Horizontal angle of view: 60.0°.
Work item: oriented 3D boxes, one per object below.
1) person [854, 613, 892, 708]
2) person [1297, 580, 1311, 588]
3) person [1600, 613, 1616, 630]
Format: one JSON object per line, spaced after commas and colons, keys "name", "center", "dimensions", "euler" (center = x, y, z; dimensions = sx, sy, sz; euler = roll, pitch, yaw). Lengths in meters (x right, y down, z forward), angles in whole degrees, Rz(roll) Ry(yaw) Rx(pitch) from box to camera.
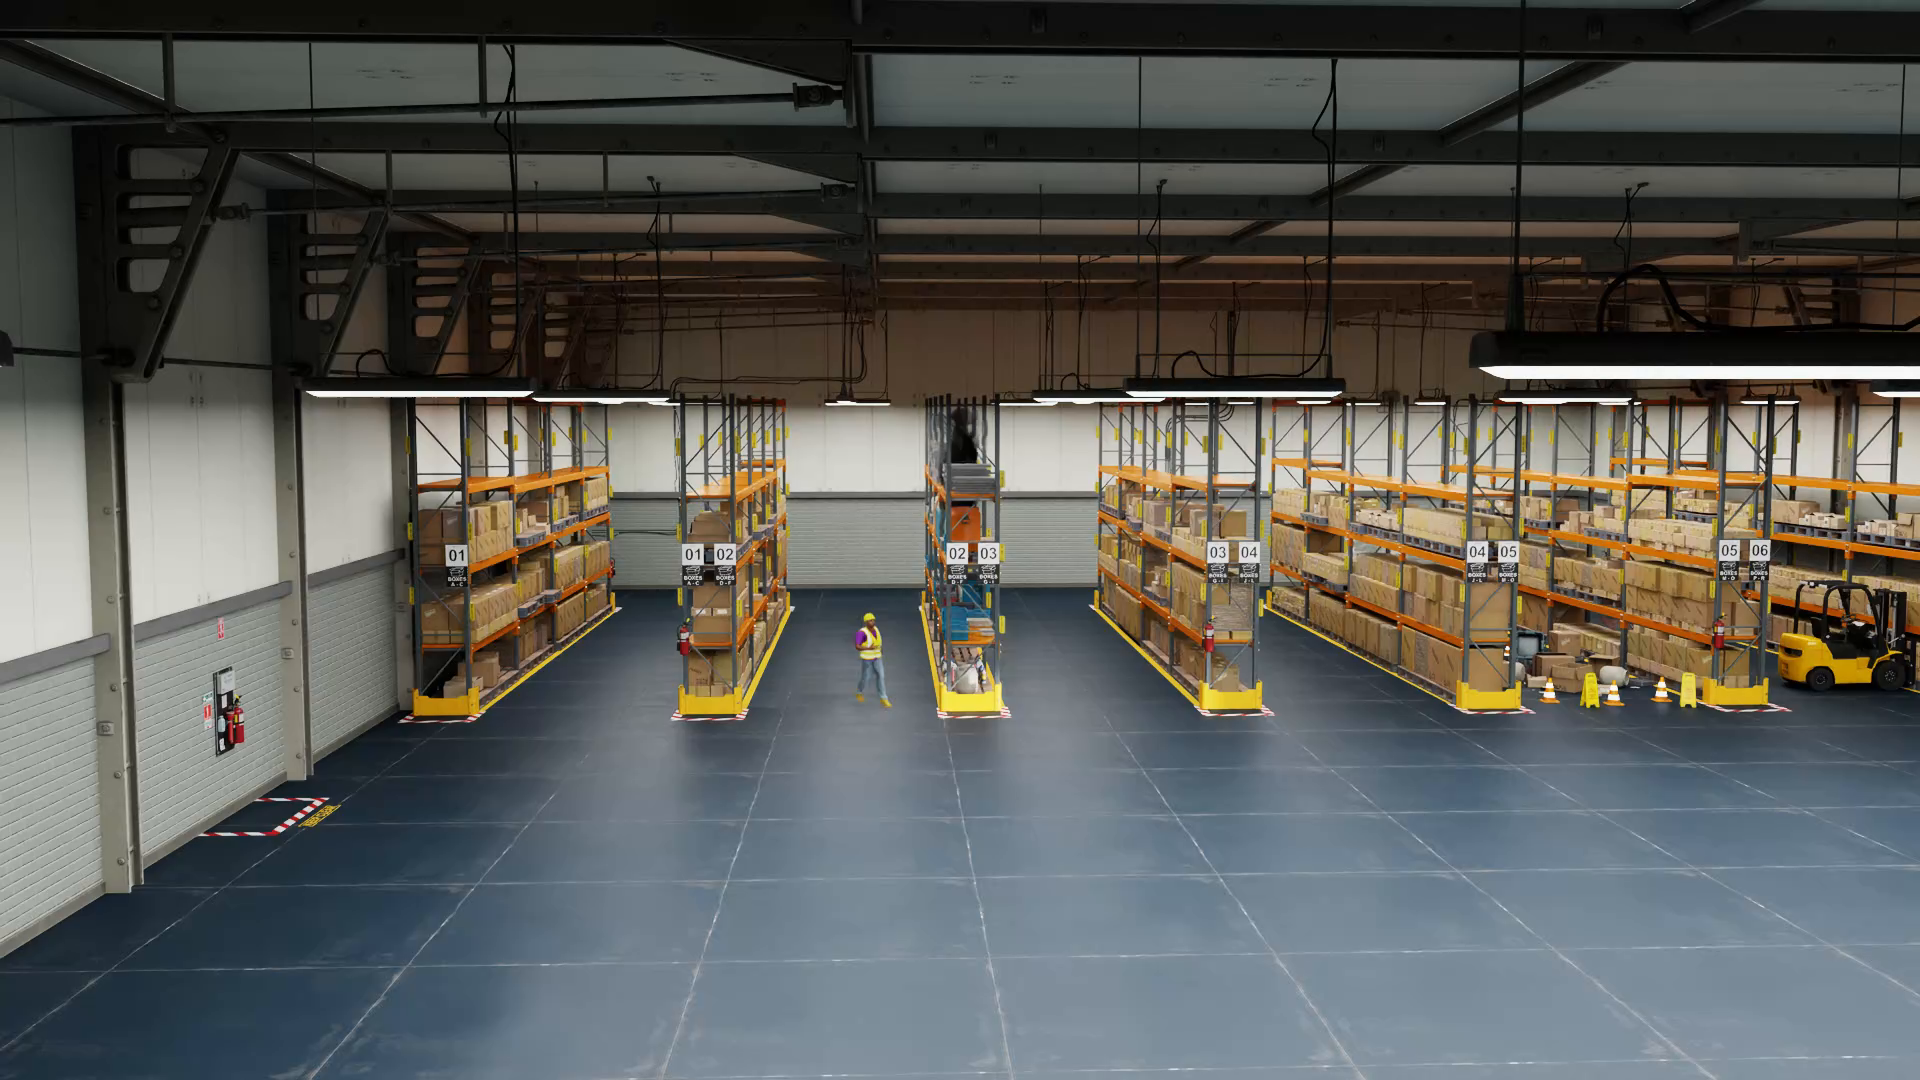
{"name": "person", "center": [-1.730, 2.298, 31.944], "dimensions": [0.696, 1.795, 0.922], "euler": [-4, 6, -41]}
{"name": "person", "center": [10.458, 0.885, 50.318], "dimensions": [0.596, 1.729, 0.682], "euler": [-3, 5, -33]}
{"name": "person", "center": [16.194, 1.637, 41.427], "dimensions": [0.560, 1.624, 0.618], "euler": [-1, 5, -6]}
